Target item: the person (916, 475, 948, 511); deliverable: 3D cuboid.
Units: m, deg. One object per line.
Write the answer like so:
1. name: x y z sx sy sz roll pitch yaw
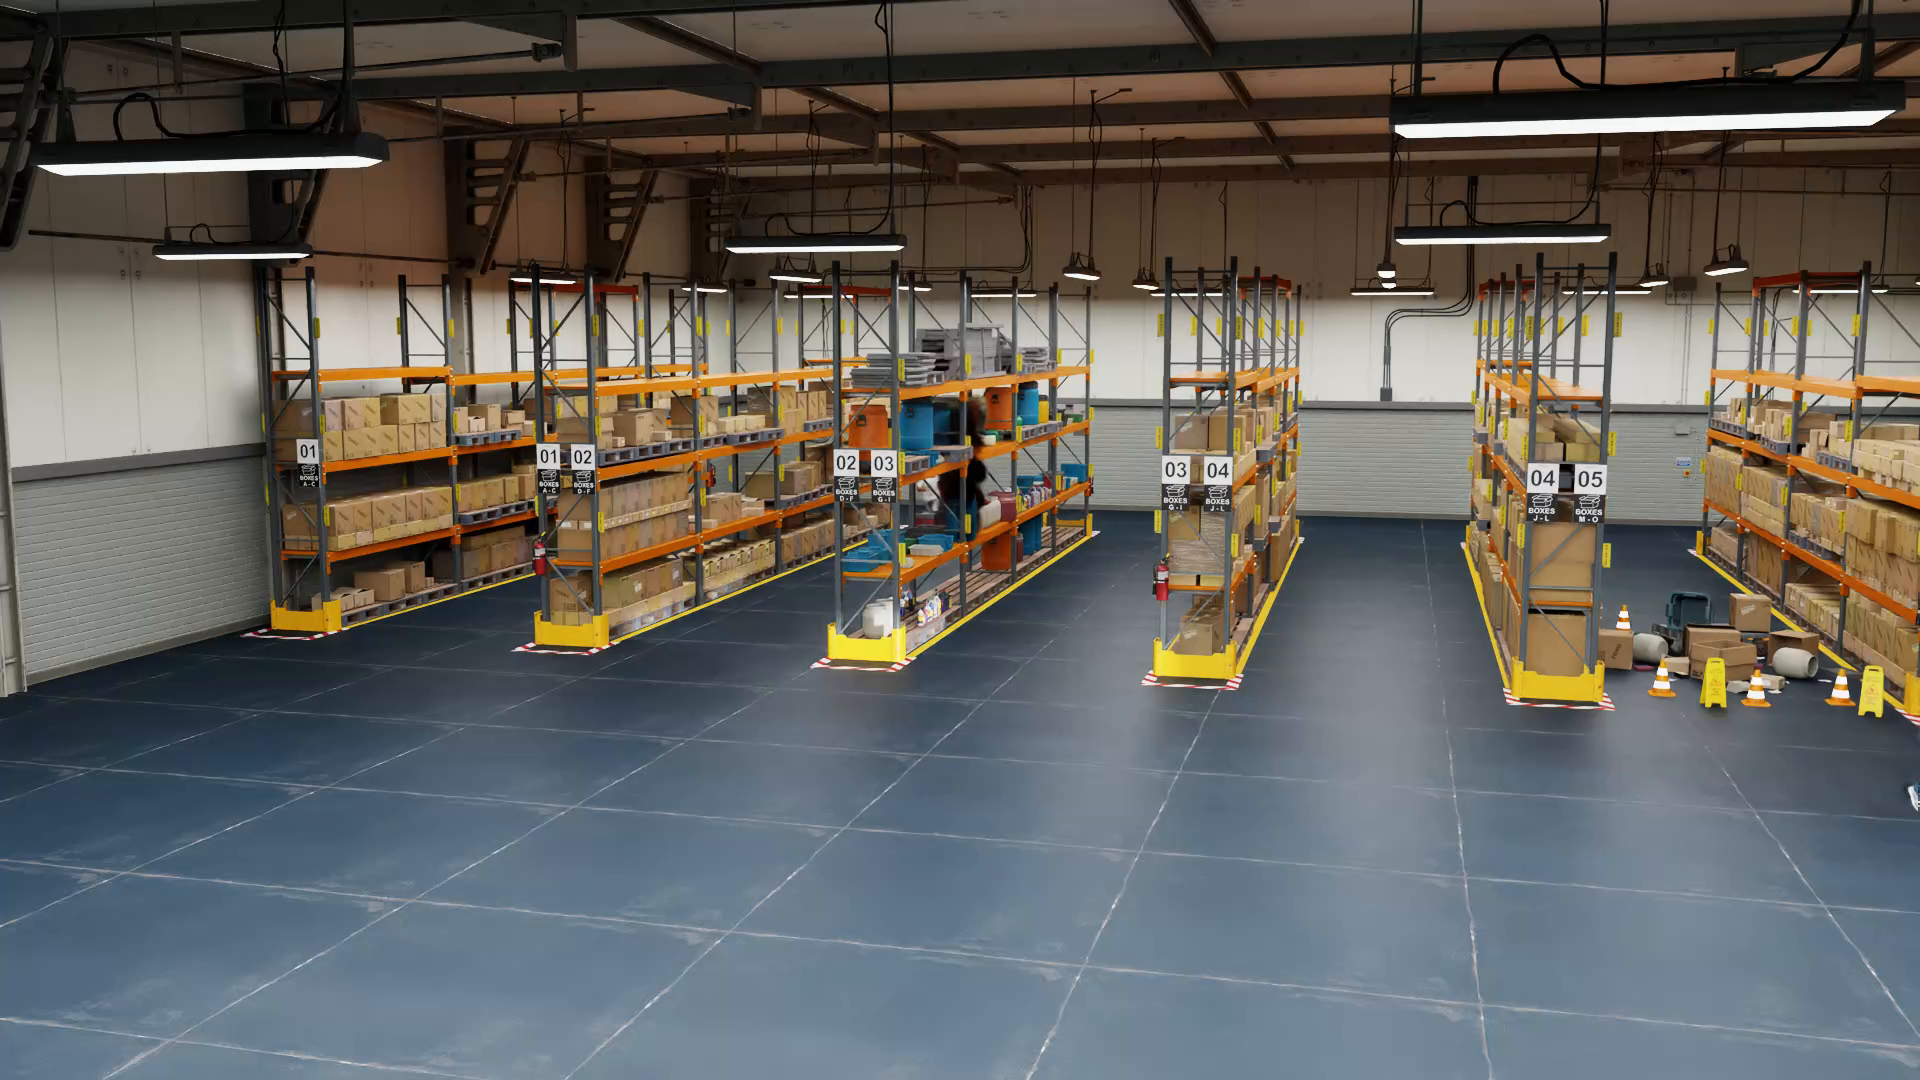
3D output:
1. person: -0.691 -0.943 39.967 0.741 1.812 0.891 2 8 16

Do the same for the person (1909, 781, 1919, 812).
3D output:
1. person: 9.974 2.115 16.745 0.541 1.565 0.666 -6 9 -38

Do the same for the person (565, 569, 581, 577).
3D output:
1. person: -6.978 0.399 30.038 0.538 1.605 0.877 1 7 4
